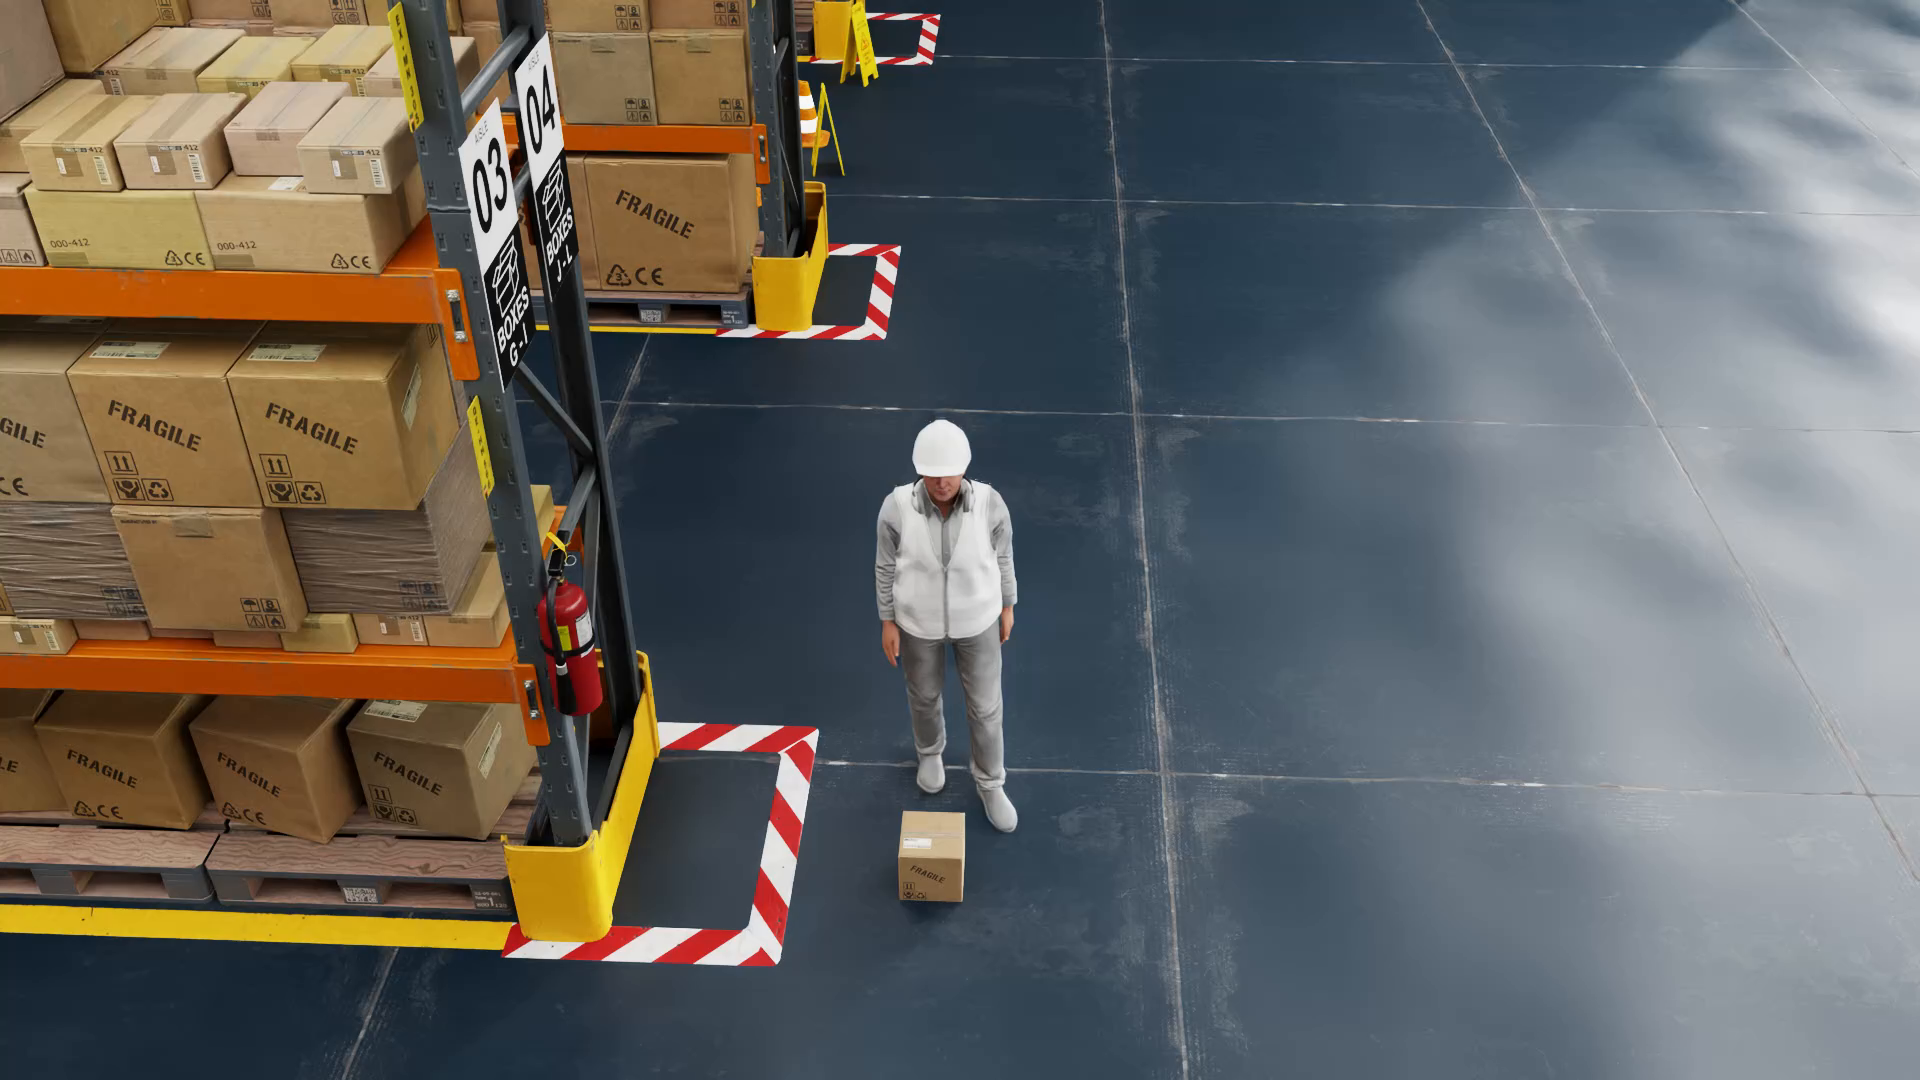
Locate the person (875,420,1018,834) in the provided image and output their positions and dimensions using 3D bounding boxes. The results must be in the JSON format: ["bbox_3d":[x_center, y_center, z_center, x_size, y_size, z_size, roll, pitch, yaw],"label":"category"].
[{"bbox_3d":[-0.049,0.343,6.605,0.566,1.788,0.550,-1,35,-2],"label":"person"}]
